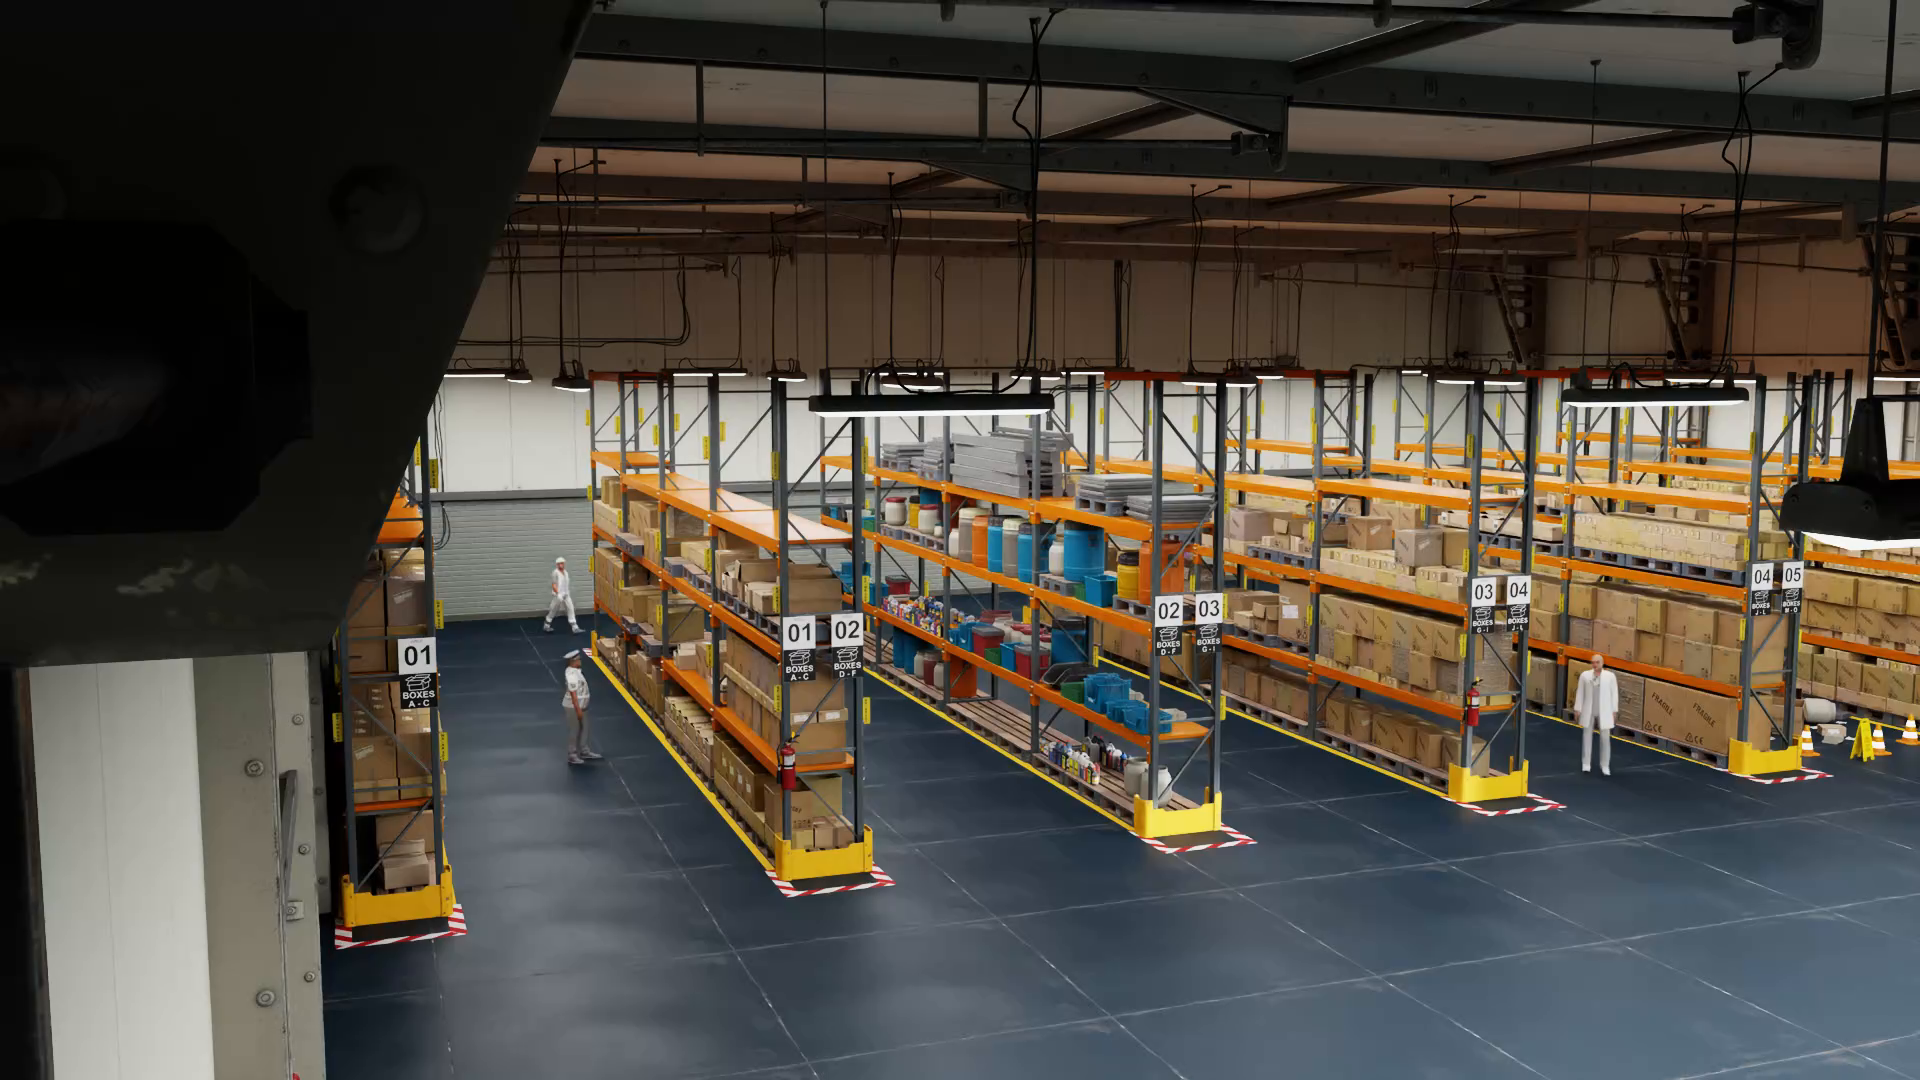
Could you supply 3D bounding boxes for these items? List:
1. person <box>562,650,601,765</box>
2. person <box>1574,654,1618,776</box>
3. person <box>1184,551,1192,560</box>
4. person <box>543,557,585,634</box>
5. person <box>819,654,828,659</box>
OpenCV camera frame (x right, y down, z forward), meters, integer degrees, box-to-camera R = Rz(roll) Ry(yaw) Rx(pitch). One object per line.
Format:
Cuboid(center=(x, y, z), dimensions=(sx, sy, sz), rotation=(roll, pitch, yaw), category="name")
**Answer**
Cuboid(center=(-5.906, 2.580, 25.835), dimensions=(0.500, 1.777, 0.600), rotation=(1, 6, 7), category="person")
Cuboid(center=(9.650, 2.643, 25.255), dimensions=(0.621, 1.794, 0.390), rotation=(4, 7, 29), category="person")
Cuboid(center=(5.899, 0.610, 43.995), dimensions=(0.421, 1.597, 0.421), rotation=(-2, 7, -20), category="person")
Cuboid(center=(-8.990, 1.257, 37.674), dimensions=(1.056, 1.744, 0.627), rotation=(4, 7, 30), category="person")
Cuboid(center=(-2.210, 2.485, 26.941), dimensions=(0.470, 1.648, 0.447), rotation=(2, 7, 19), category="person")
